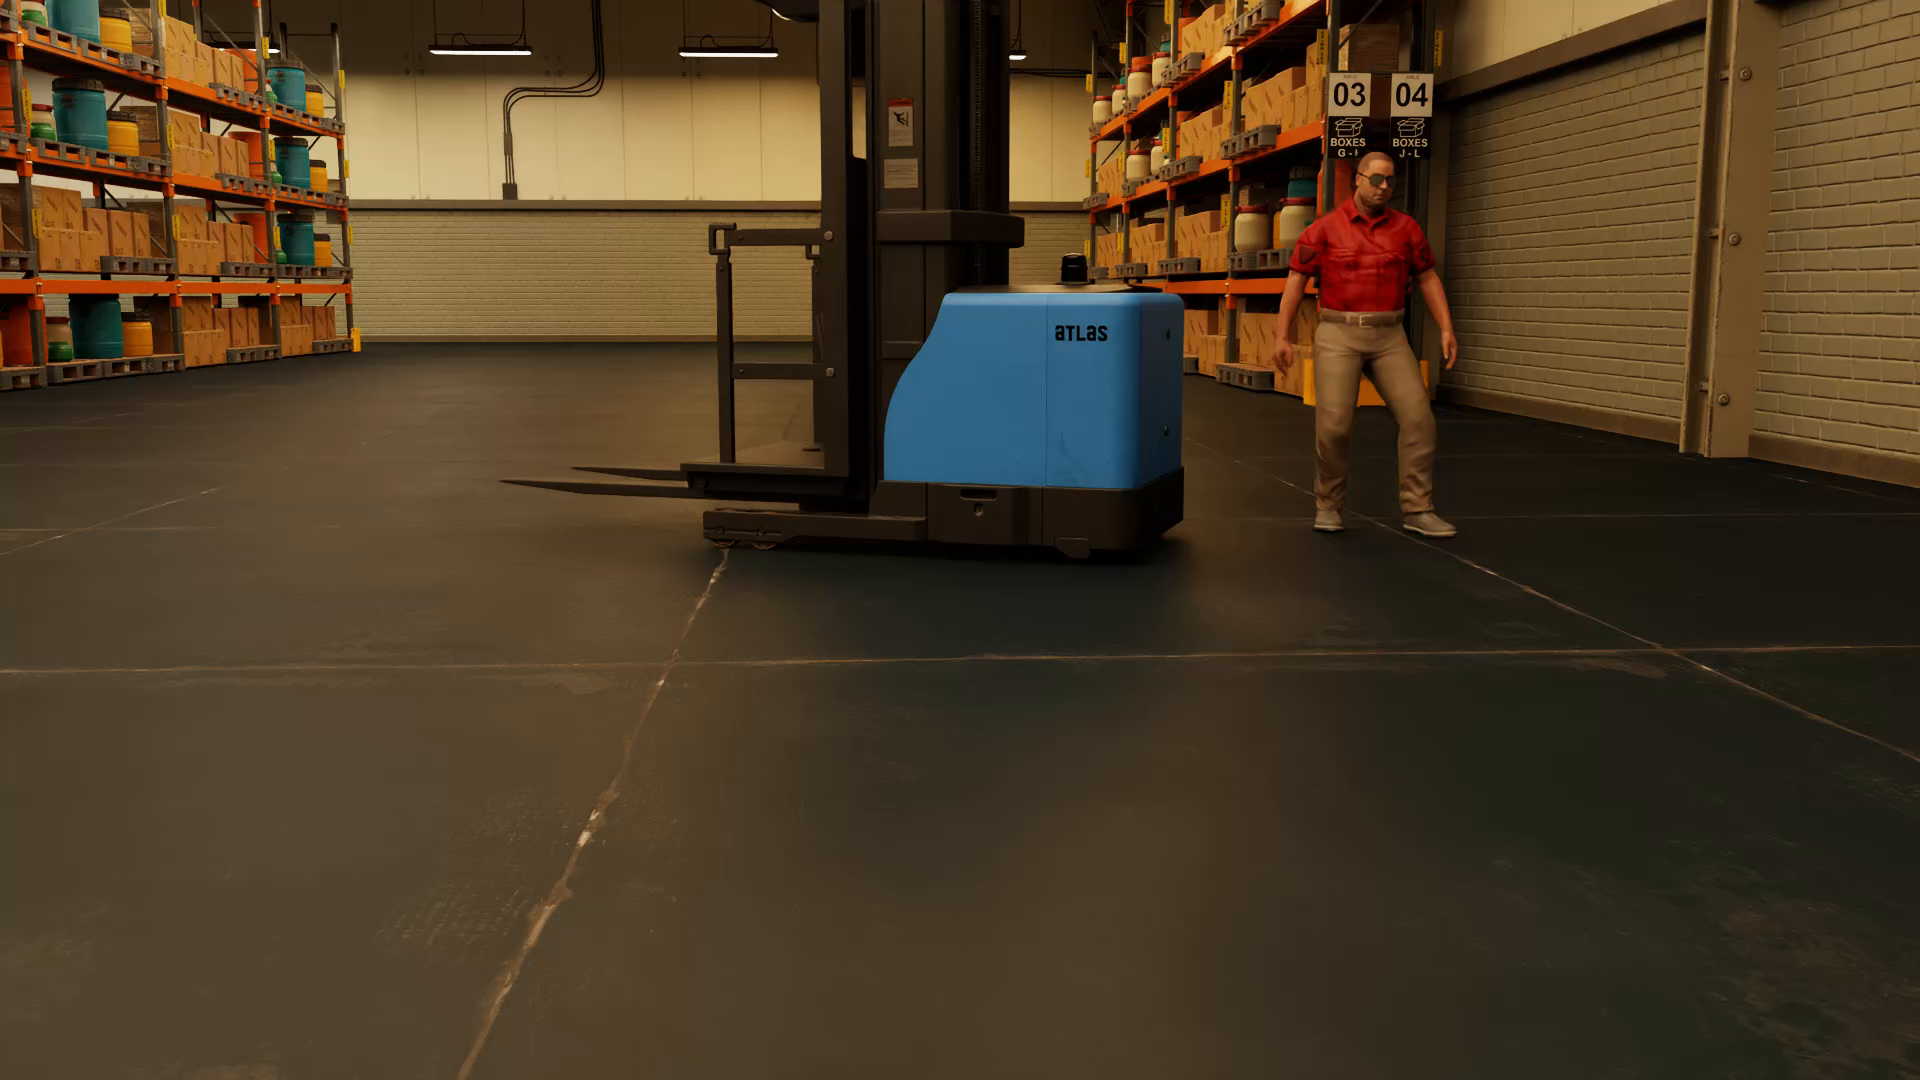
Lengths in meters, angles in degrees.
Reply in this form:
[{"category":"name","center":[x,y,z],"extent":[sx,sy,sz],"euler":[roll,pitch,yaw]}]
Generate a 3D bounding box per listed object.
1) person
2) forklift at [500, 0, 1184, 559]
[{"category":"person","center":[1.834,-0.873,7.435],"extent":[0.823,1.693,0.547],"euler":[0,8,-1]},{"category":"forklift","center":[-0.578,-1.479,7.289],"extent":[3.031,2.935,1.130],"euler":[3,9,19]}]
